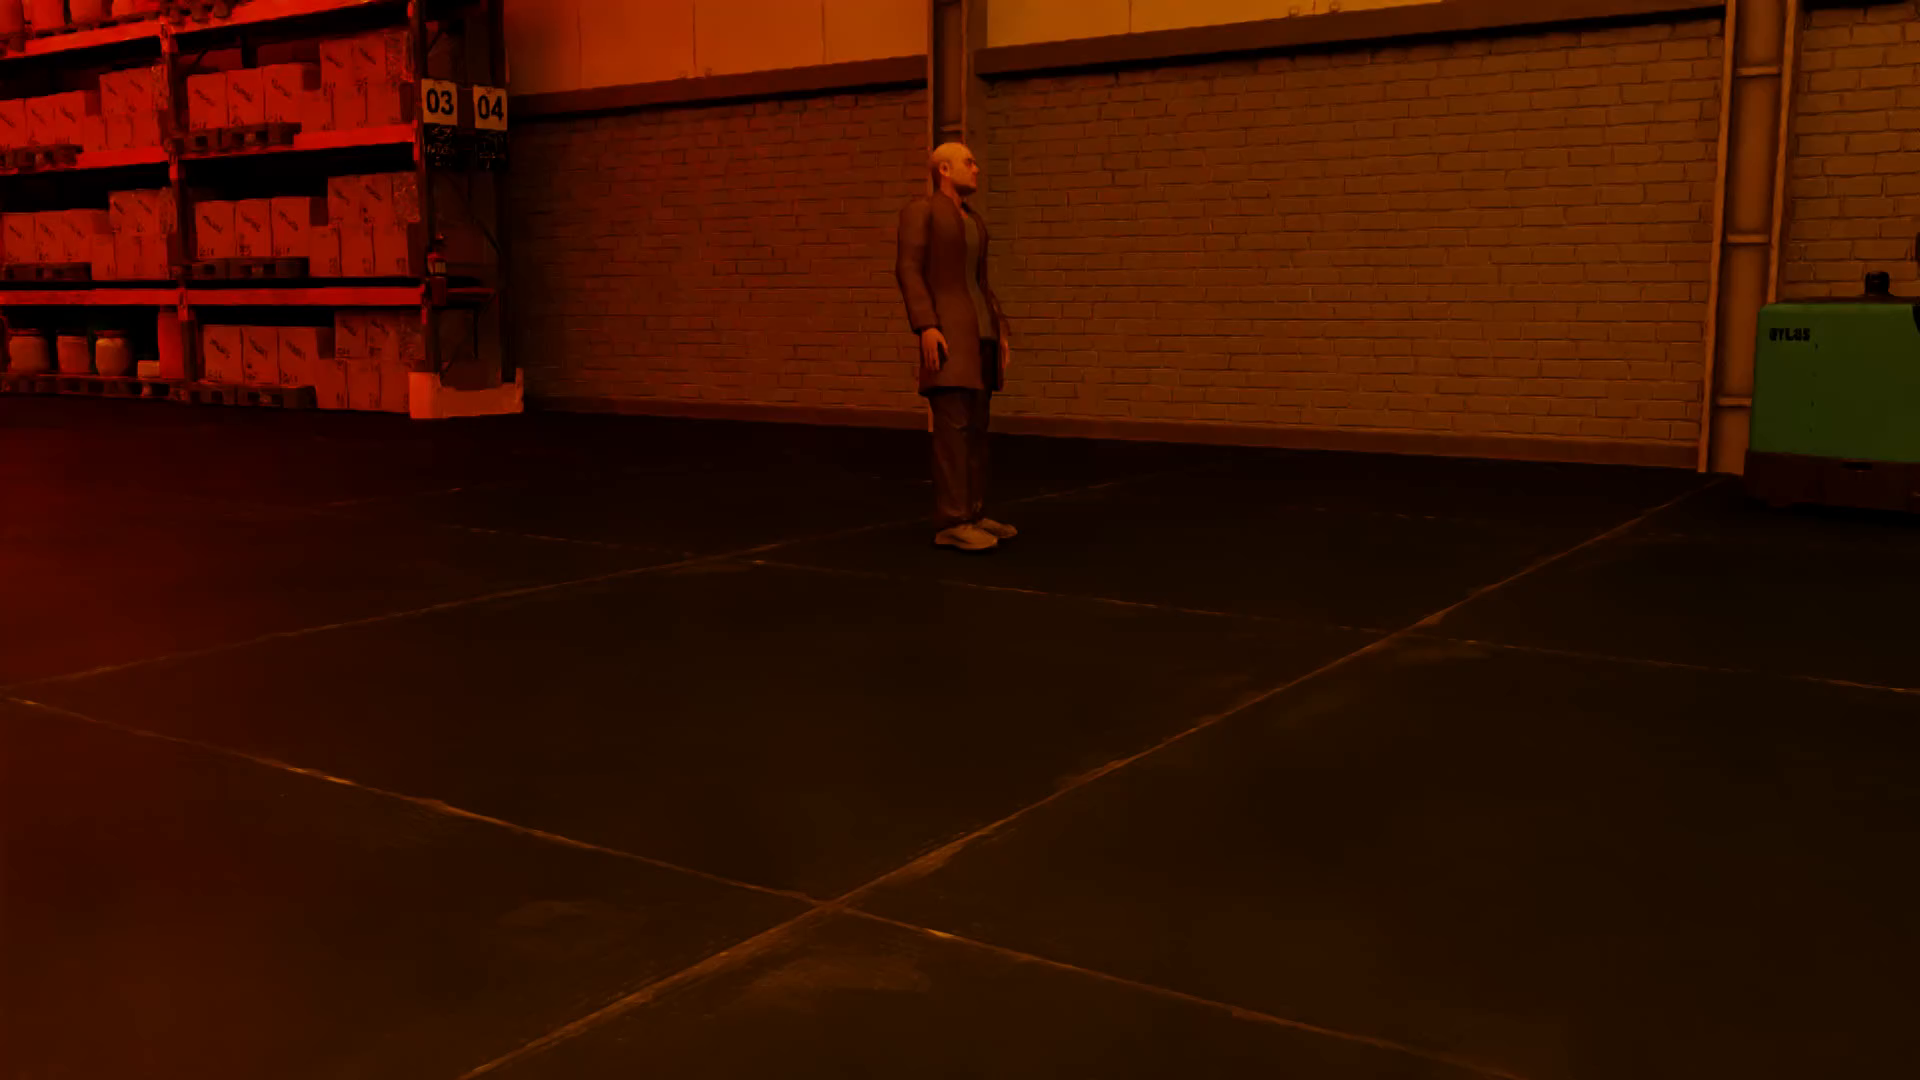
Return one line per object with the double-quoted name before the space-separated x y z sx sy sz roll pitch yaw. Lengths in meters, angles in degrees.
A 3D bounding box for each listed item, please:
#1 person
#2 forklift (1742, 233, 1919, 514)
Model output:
"person" 0.073 -0.879 7.423 0.580 1.776 0.694 5 10 34
"forklift" 5.377 -1.483 7.624 1.130 2.935 3.031 -6 10 -36
